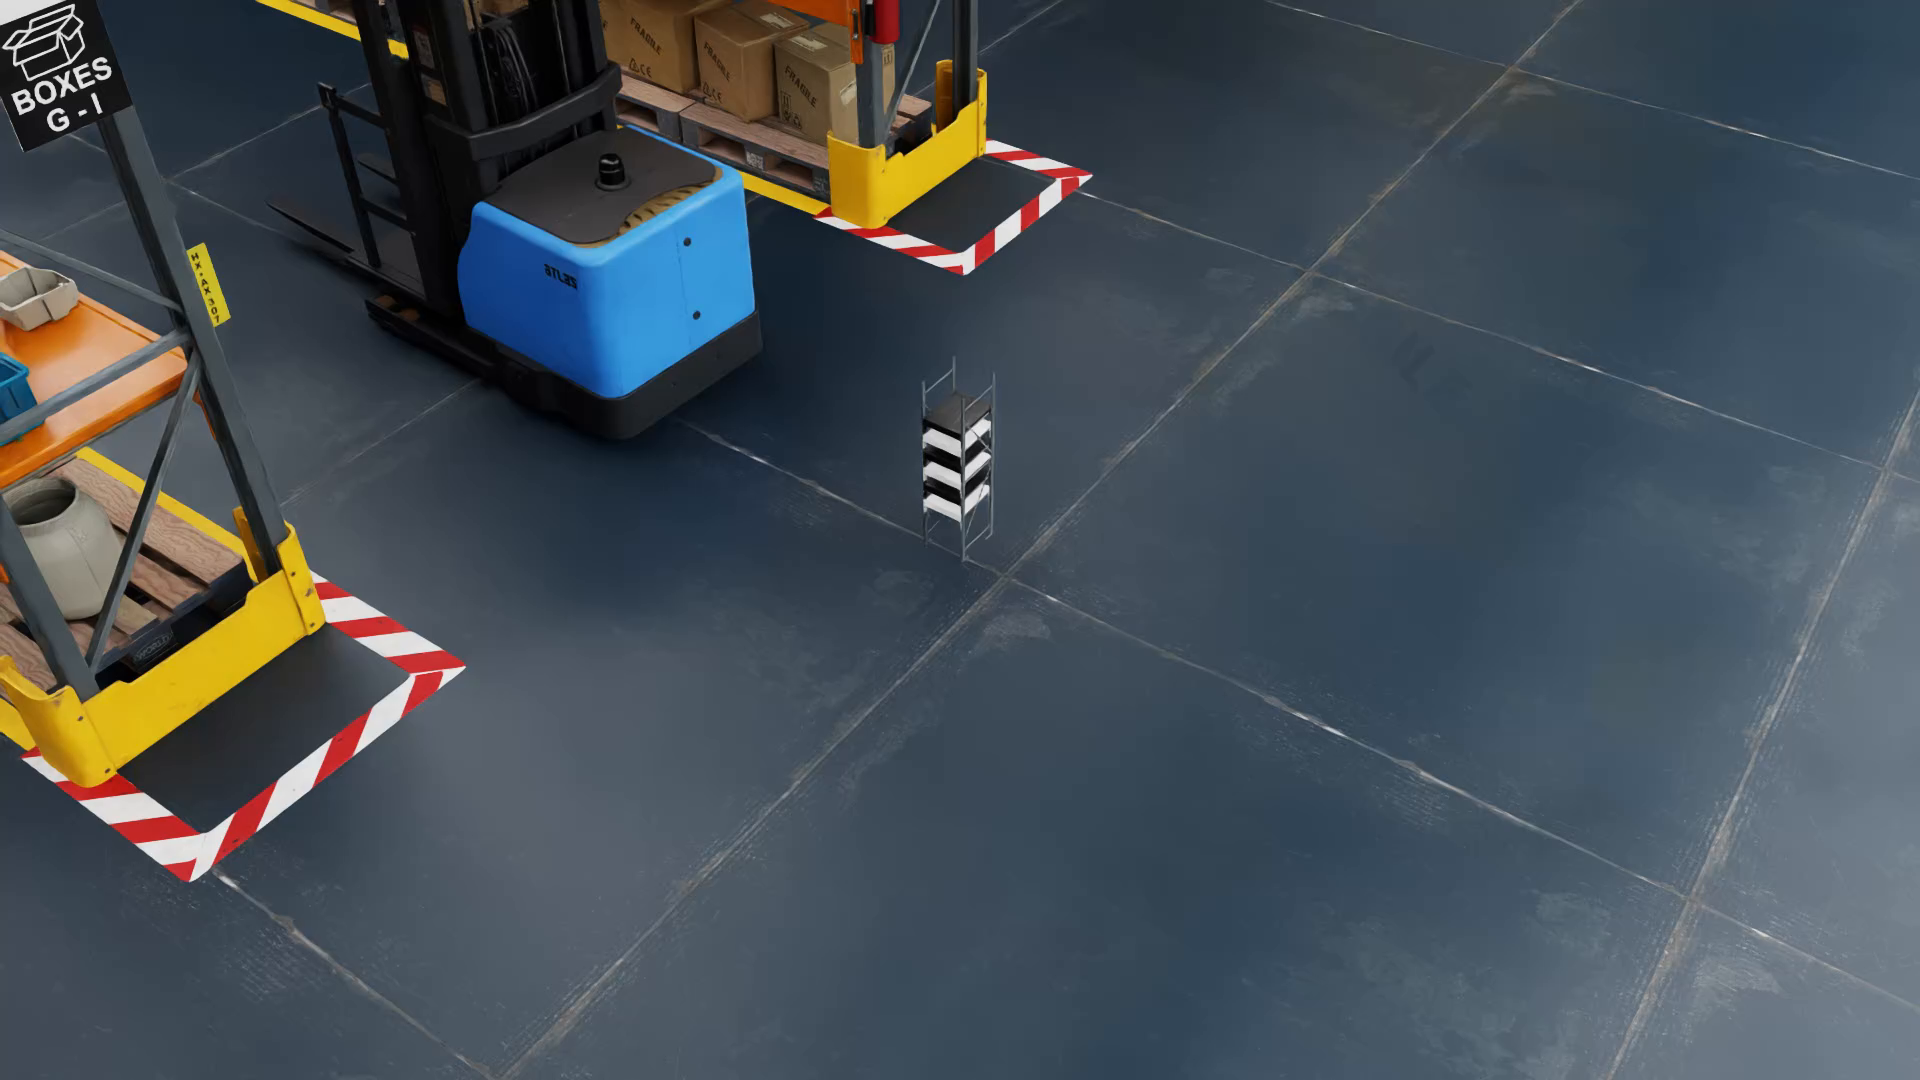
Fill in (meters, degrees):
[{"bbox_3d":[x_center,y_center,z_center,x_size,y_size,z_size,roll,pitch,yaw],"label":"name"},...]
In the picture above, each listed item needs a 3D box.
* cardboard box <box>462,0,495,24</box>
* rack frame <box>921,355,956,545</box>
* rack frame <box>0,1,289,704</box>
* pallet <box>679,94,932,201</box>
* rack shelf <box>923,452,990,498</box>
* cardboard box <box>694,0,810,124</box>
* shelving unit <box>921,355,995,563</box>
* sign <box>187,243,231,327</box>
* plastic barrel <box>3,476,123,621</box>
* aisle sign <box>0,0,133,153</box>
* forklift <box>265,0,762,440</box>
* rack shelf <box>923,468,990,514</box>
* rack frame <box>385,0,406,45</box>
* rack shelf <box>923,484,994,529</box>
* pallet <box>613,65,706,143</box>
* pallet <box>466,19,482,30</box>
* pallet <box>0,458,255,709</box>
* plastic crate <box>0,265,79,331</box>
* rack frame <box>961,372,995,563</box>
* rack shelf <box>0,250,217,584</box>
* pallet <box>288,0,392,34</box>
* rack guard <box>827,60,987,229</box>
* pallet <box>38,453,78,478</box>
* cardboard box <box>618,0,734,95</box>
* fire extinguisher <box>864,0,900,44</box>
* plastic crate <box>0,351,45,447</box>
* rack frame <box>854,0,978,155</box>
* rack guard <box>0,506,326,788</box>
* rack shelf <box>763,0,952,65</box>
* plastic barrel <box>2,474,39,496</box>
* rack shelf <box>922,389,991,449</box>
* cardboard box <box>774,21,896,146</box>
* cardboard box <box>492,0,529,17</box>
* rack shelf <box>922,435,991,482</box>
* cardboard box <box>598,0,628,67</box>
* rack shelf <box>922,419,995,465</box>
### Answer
[{"bbox_3d":[-3.201,-3.809,11.065,0.500,0.500,0.500,24,47,24],"label":"cardboard box"},{"bbox_3d":[-0.090,-0.377,7.245,0.006,0.900,0.240,25,48,25],"label":"rack frame"},{"bbox_3d":[-3.074,-0.523,5.834,0.127,3.000,1.000,25,48,25],"label":"rack frame"},{"bbox_3d":[-0.937,-2.548,10.187,1.213,0.211,1.003,25,48,25],"label":"pallet"},{"bbox_3d":[-0.007,-0.314,7.224,0.200,0.077,0.258,25,48,25],"label":"rack shelf"},{"bbox_3d":[-1.241,-2.911,10.061,0.500,0.500,0.500,-29,49,-28],"label":"cardboard box"},{"bbox_3d":[-0.007,-0.338,7.202,0.210,0.900,0.258,25,48,25],"label":"shelving unit"},{"bbox_3d":[-2.755,-0.925,6.075,0.005,0.325,0.100,25,48,25],"label":"sign"},{"bbox_3d":[-3.657,0.037,6.758,0.421,0.512,0.421,0,42,0],"label":"plastic barrel"},{"bbox_3d":[-2.847,-1.624,5.115,0.004,0.787,0.394,25,48,25],"label":"aisle sign"},{"bbox_3d":[-2.483,-2.381,7.962,3.031,2.935,1.130,27,49,27],"label":"forklift"},{"bbox_3d":[-0.007,-0.247,7.284,0.200,0.077,0.258,25,48,25],"label":"rack shelf"},{"bbox_3d":[-3.505,-4.759,10.567,0.127,3.000,1.000,25,48,25],"label":"rack frame"},{"bbox_3d":[-0.007,-0.179,7.344,0.200,0.077,0.258,25,48,25],"label":"rack shelf"},{"bbox_3d":[-1.932,-3.015,10.710,1.213,0.211,1.003,25,48,25],"label":"pallet"},{"bbox_3d":[-2.935,-3.482,11.231,1.213,0.211,1.003,25,48,25],"label":"pallet"},{"bbox_3d":[-3.825,0.199,7.118,1.213,0.211,1.003,25,48,25],"label":"pallet"},{"bbox_3d":[-3.622,-0.943,6.501,0.250,0.136,0.298,25,48,25],"label":"plastic crate"},{"bbox_3d":[0.077,-0.300,7.158,0.006,0.900,0.240,25,48,25],"label":"rack frame"},{"bbox_3d":[-4.712,-1.021,6.929,4.000,0.370,1.077,25,48,25],"label":"rack shelf"},{"bbox_3d":[-4.143,-4.017,11.829,1.213,0.211,1.003,25,48,25],"label":"pallet"},{"bbox_3d":[-0.292,-2.325,9.722,0.348,0.500,1.175,25,48,25],"label":"rack guard"},{"bbox_3d":[-4.820,-0.269,7.641,1.213,0.211,1.003,25,48,25],"label":"pallet"},{"bbox_3d":[-1.743,-3.161,10.341,0.500,0.500,0.500,30,50,29],"label":"cardboard box"},{"bbox_3d":[-0.401,-2.903,8.551,0.183,0.674,0.296,25,48,25],"label":"fire extinguisher"},{"bbox_3d":[-3.656,-0.496,5.915,0.616,0.251,0.499,25,48,25],"label":"plastic crate"},{"bbox_3d":[-0.230,-3.227,8.856,0.127,3.000,1.000,25,48,25],"label":"rack frame"},{"bbox_3d":[-3.163,0.405,6.671,0.348,0.500,1.175,25,48,25],"label":"rack guard"},{"bbox_3d":[-1.868,-3.725,9.951,4.000,0.370,1.077,25,48,25],"label":"rack shelf"},{"bbox_3d":[-4.067,-0.155,6.973,0.421,0.512,0.421,0,42,0],"label":"plastic barrel"},{"bbox_3d":[-0.007,-0.515,7.044,0.200,0.077,0.258,25,48,25],"label":"rack shelf"},{"bbox_3d":[-0.732,-2.700,9.826,0.500,0.500,0.500,-33,51,-31],"label":"cardboard box"},{"bbox_3d":[-2.727,-3.594,10.825,0.500,0.500,0.500,-26,48,-26],"label":"cardboard box"},{"bbox_3d":[-0.007,-0.381,7.164,0.200,0.077,0.258,25,48,25],"label":"rack shelf"},{"bbox_3d":[-2.174,-3.399,10.607,0.500,0.500,0.500,21,46,22],"label":"cardboard box"},{"bbox_3d":[-0.007,-0.448,7.104,0.200,0.077,0.258,25,48,25],"label":"rack shelf"}]
